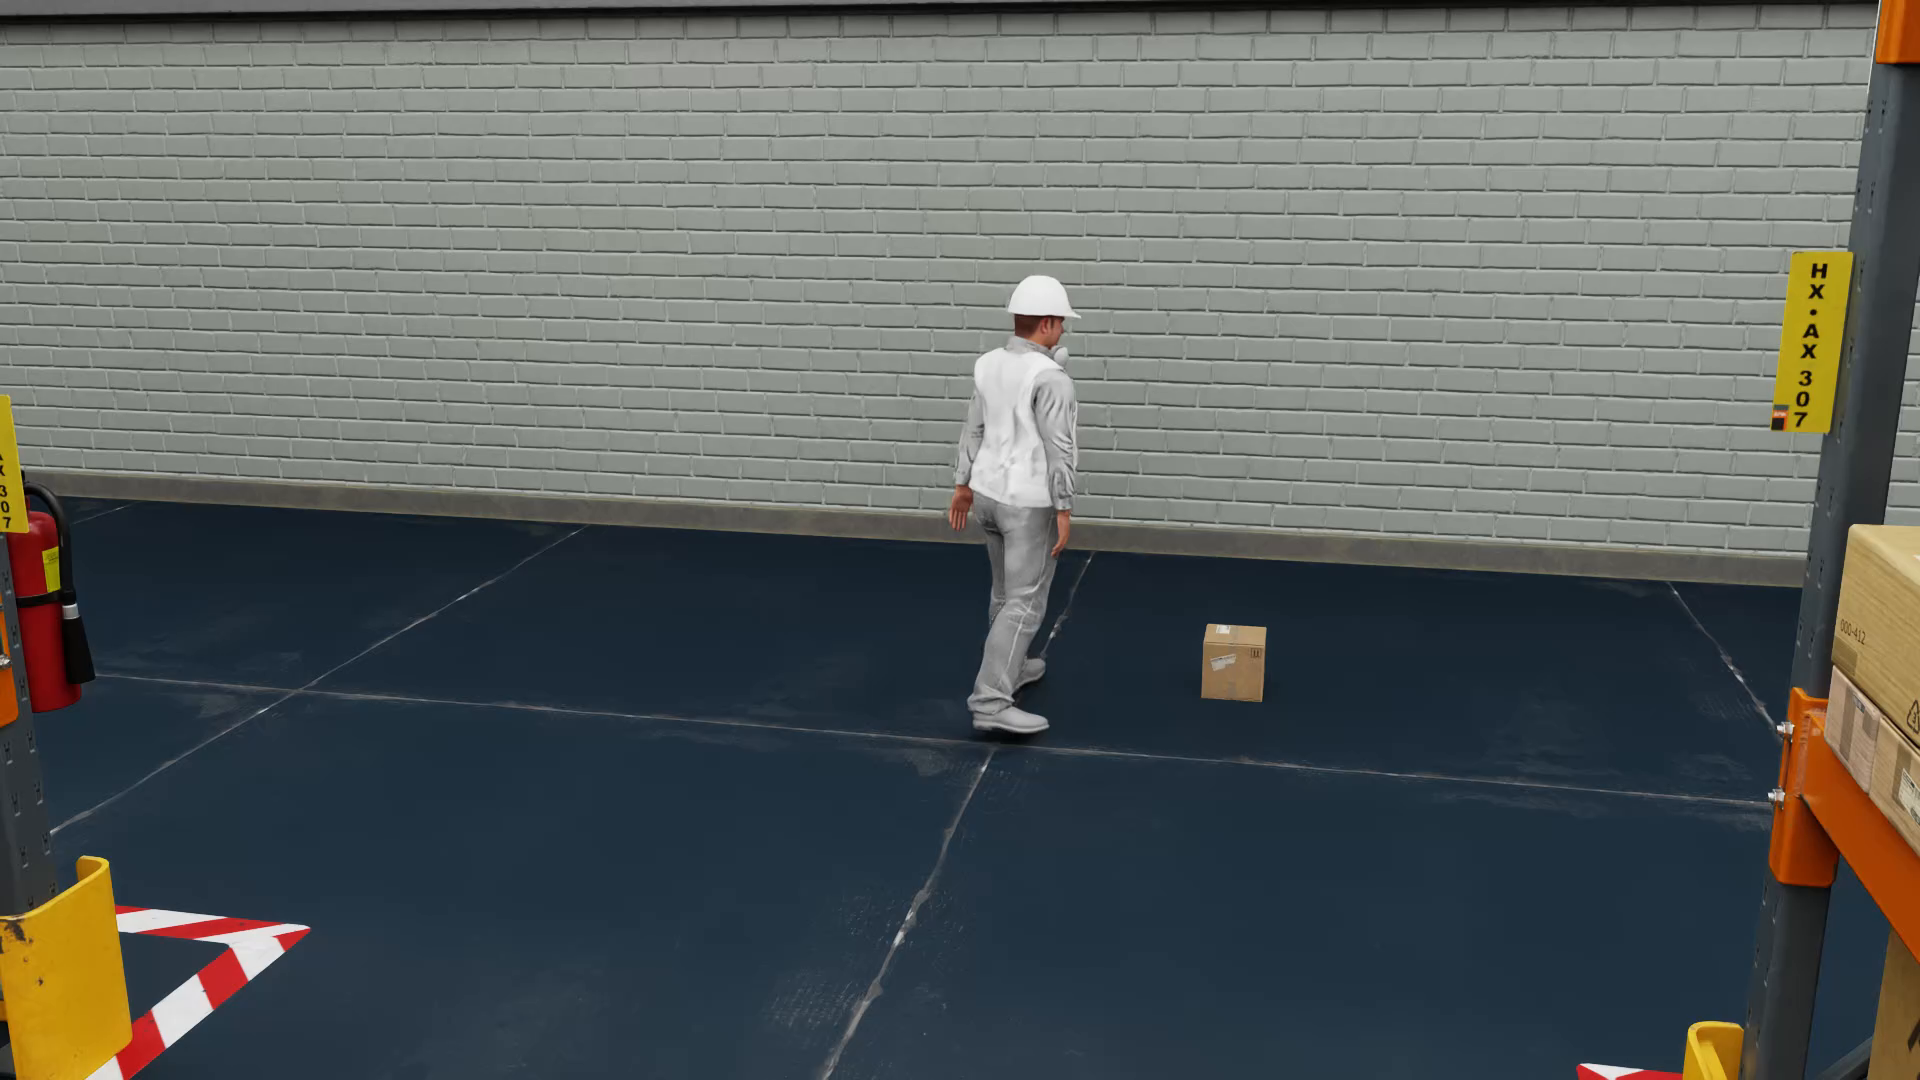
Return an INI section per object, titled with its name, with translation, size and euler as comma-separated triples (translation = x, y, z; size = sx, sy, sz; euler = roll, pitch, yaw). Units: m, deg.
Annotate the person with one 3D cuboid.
[person]
translation = 0.245, -0.152, 6.560
size = 0.681, 1.760, 0.663
euler = -10, 18, -34
